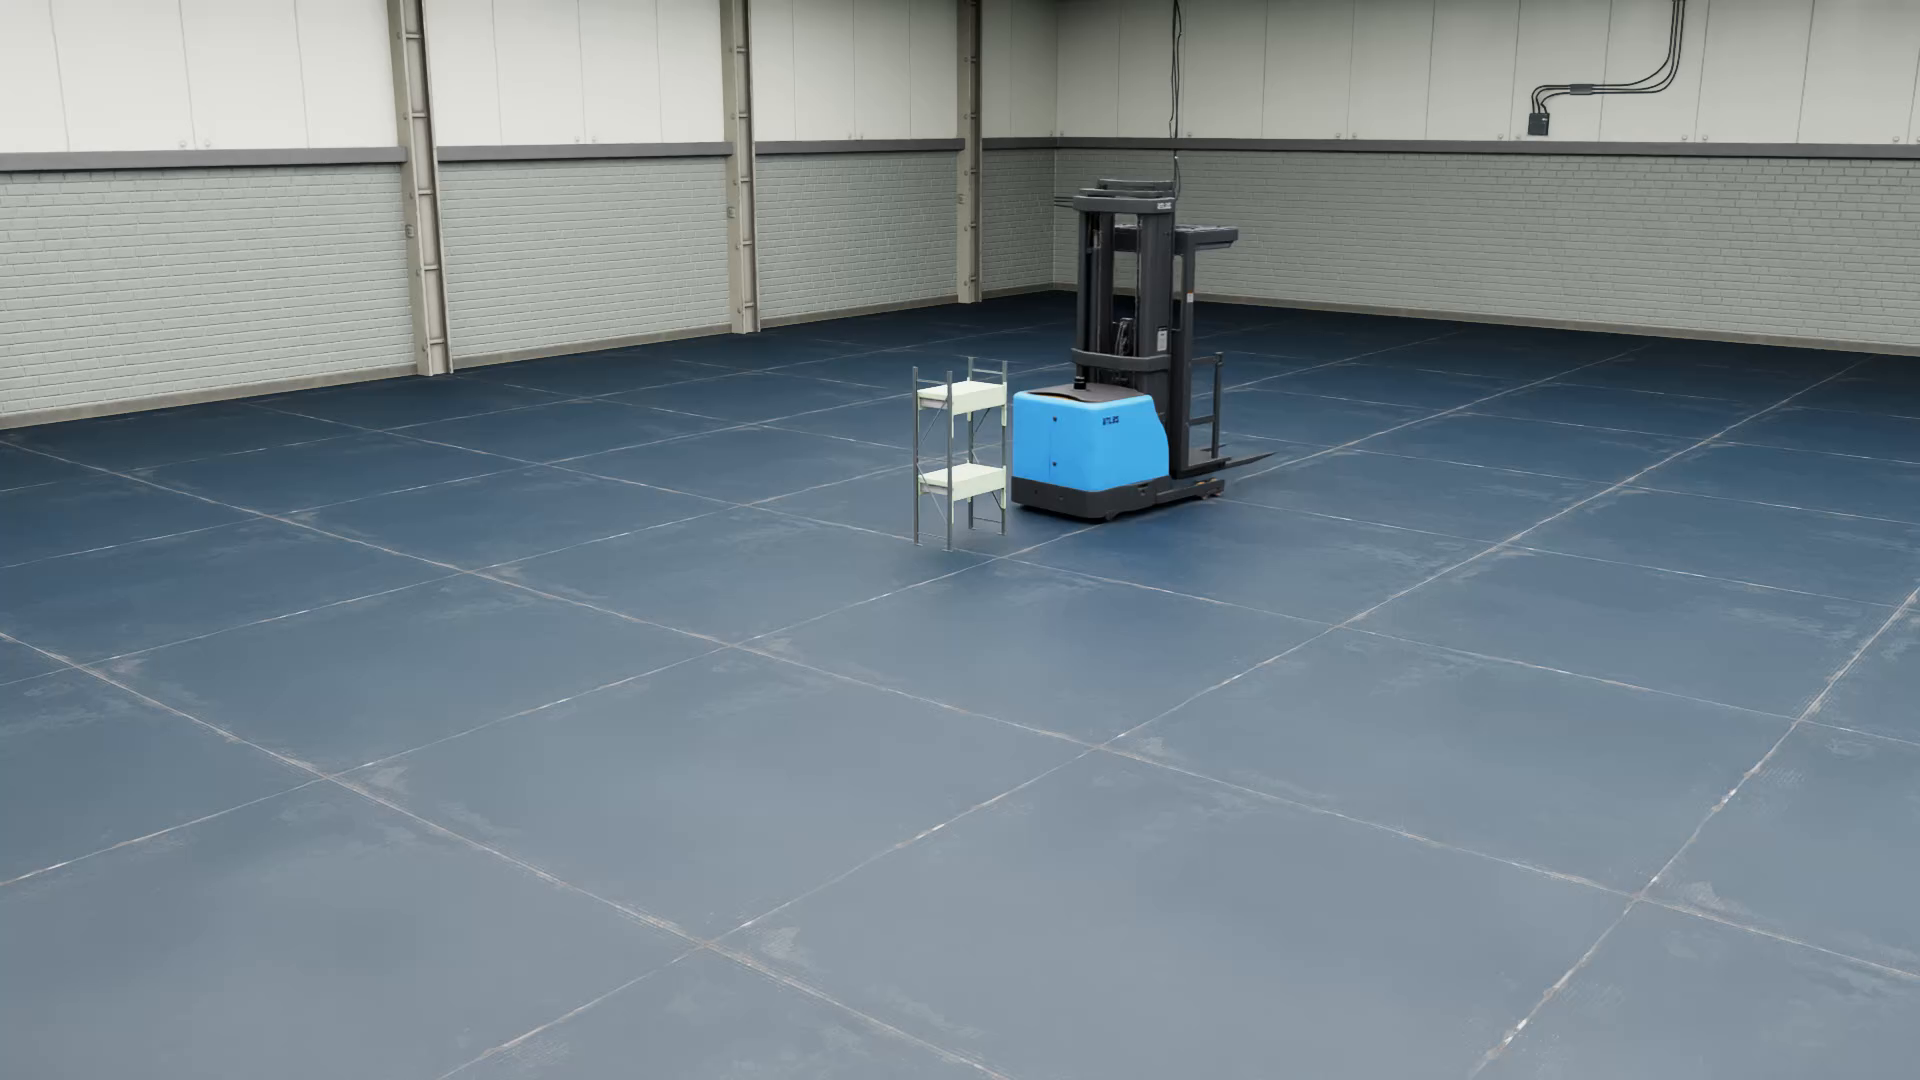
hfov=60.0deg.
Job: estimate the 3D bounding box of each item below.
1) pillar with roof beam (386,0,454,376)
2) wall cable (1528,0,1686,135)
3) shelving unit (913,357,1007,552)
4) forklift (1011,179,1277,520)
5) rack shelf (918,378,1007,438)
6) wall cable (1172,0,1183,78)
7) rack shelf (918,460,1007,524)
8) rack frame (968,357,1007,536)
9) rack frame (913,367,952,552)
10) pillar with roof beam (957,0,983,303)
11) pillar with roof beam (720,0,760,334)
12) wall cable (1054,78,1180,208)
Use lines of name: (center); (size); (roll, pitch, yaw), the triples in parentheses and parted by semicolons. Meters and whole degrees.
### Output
pillar with roof beam: (-4.013, -6.032, 19.592); (9.100, 9.000, 0.400); (11, 18, 38)
wall cable: (10.435, -9.532, 26.462); (2.305, 6.003, 0.169); (11, 18, 38)
shelving unit: (0.004, -0.728, 13.943); (0.431, 1.500, 0.755); (11, 18, 38)
forklift: (1.868, -1.882, 15.580); (3.031, 2.935, 1.130); (-14, 20, -43)
rack shelf: (0.004, -1.106, 13.847); (0.431, 0.370, 0.720); (11, 18, 38)
wall cable: (5.165, -9.880, 30.788); (3.097, 2.526, 0.112); (11, 18, 38)
rack shelf: (0.004, -0.412, 14.024); (0.431, 0.370, 0.720); (11, 18, 38)
rack frame: (0.234, -0.798, 14.219); (0.400, 1.500, 0.023); (11, 18, 38)
rack frame: (-0.226, -0.658, 13.667); (0.400, 1.500, 0.023); (11, 18, 38)
pillar with roof beam: (3.529, -8.330, 28.638); (9.100, 9.000, 0.400); (11, 18, 38)
pillar with roof beam: (-0.242, -7.181, 24.115); (9.100, 9.000, 0.400); (11, 18, 38)
wall cable: (3.061, -7.851, 33.058); (3.097, 2.526, 0.112); (11, 18, 38)
